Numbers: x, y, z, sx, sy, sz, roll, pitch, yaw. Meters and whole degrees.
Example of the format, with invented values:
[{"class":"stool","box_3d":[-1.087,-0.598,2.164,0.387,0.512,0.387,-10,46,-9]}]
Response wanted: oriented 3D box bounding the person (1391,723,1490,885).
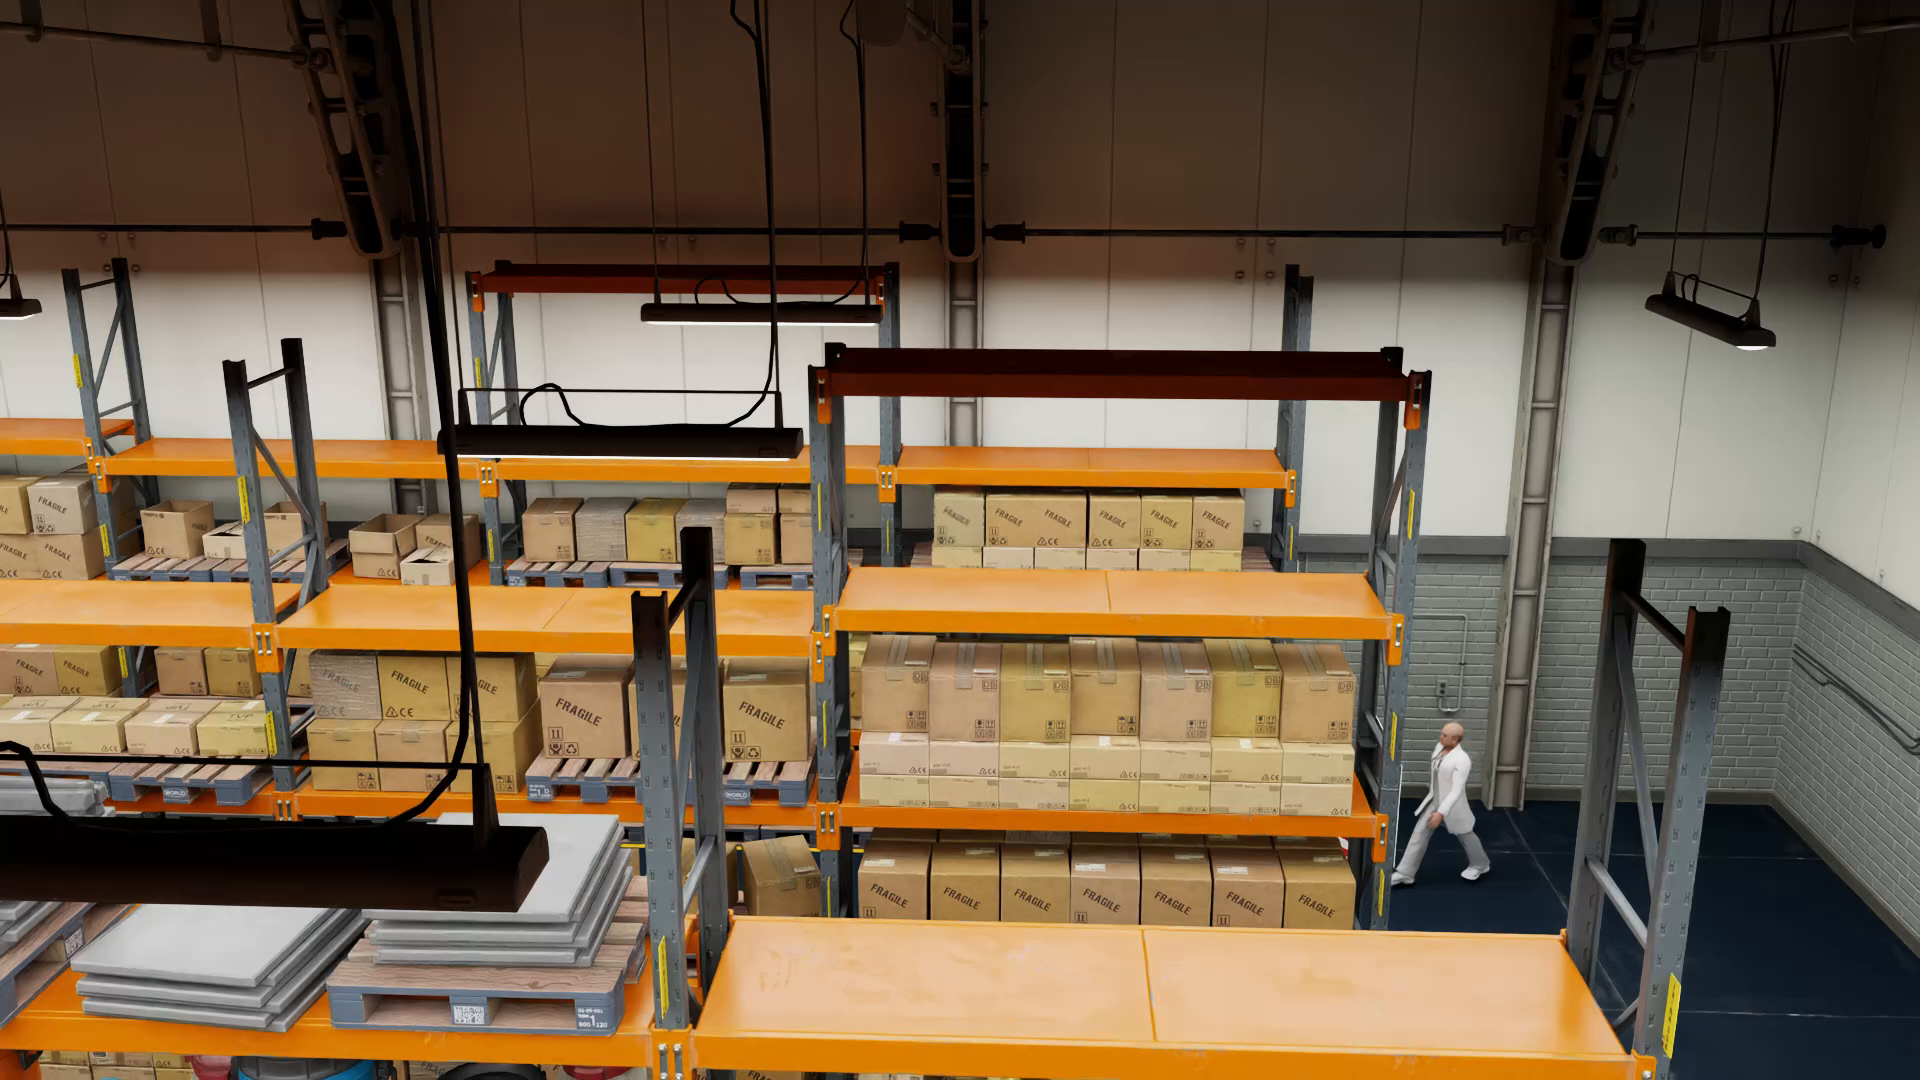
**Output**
[{"class":"person","box_3d":[4.788,2.605,16.459,1.190,1.707,0.589,-7,17,-22]}]
